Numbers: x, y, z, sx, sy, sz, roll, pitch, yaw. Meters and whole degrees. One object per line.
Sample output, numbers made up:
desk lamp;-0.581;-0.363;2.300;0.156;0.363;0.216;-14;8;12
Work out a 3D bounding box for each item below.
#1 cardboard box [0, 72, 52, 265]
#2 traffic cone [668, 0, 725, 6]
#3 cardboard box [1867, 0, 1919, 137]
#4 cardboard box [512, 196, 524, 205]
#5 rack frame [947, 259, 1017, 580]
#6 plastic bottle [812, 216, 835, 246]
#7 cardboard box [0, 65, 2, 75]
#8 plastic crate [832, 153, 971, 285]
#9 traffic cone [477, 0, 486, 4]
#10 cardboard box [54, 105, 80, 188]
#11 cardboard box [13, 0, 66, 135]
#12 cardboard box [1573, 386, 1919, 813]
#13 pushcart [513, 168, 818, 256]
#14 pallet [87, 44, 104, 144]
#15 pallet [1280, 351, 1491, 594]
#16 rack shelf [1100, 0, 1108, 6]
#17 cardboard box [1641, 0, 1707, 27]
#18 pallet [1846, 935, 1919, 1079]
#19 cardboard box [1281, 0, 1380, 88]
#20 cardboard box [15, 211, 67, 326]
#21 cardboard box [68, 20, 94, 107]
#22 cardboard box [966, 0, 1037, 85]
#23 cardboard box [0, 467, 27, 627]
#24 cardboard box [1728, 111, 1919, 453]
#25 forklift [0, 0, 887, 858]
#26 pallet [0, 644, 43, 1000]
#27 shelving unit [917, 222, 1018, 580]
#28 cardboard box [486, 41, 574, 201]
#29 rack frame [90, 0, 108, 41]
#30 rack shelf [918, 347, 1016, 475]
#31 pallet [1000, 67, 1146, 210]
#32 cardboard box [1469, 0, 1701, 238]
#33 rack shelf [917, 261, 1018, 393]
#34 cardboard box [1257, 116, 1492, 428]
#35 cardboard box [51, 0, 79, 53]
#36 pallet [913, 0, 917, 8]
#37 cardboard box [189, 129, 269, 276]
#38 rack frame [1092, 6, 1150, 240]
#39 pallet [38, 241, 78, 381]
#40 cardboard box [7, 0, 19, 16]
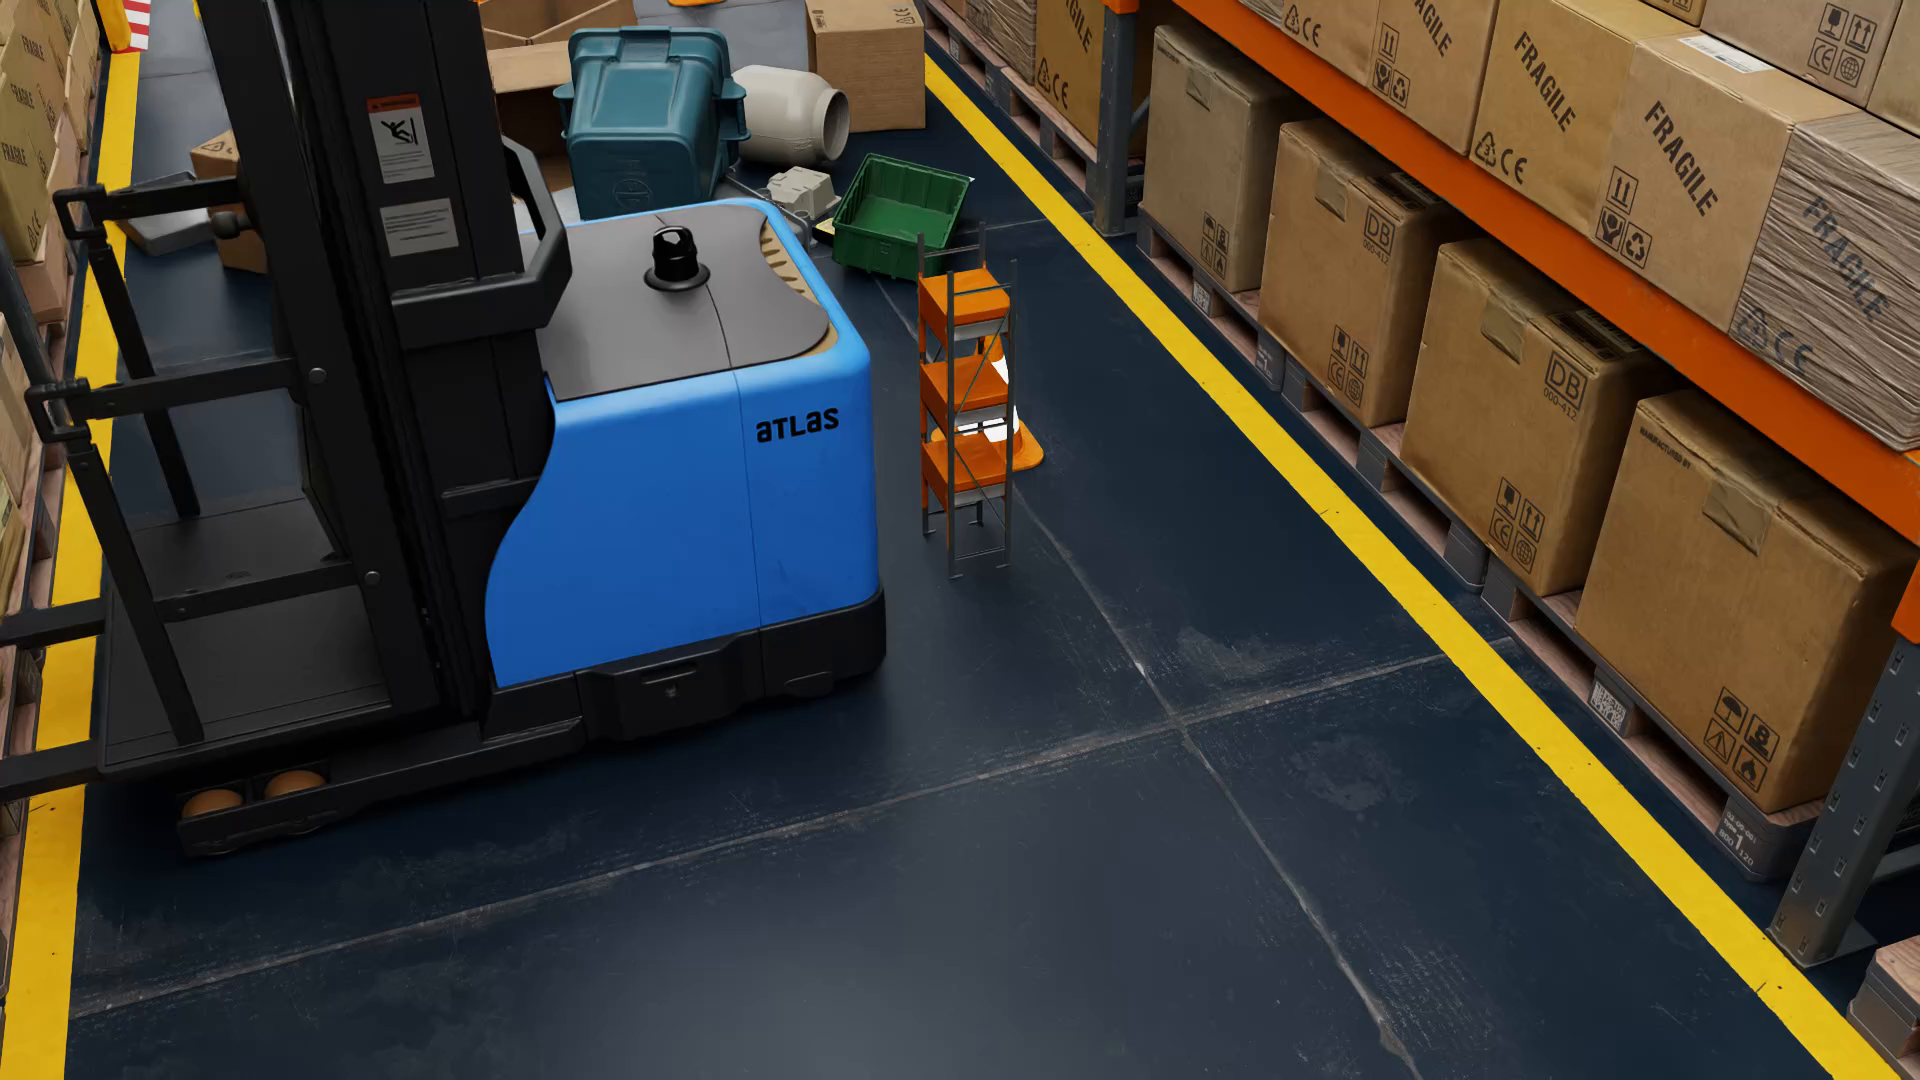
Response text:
cardboard box;-3.515;-1.258;5.740;0.500;0.500;0.500;-11;38;-14
traffic cone;-1.479;-3.234;9.159;0.336;0.463;0.334;-12;39;-16
cardboard box;2.279;-1.017;3.193;0.700;0.500;0.500;-13;39;-16
cardboard box;-1.830;-1.312;6.772;0.396;0.266;0.258;19;41;23
rack frame;0.060;-0.320;4.803;0.200;1.050;0.008;-12;39;-16
plastic bottle;-0.464;-1.252;6.861;0.283;0.061;0.133;27;44;31
cardboard box;-3.501;-1.600;5.655;0.380;0.149;0.250;-12;39;-15
plastic crate;-0.242;-1.309;6.783;0.450;0.188;0.662;14;38;2
traffic cone;-2.657;-3.192;9.103;0.336;0.463;0.334;-12;39;-16
cardboard box;-3.894;-1.557;6.760;0.500;0.250;0.500;-13;39;-17
cardboard box;-3.887;-1.851;6.528;0.500;0.500;0.500;-10;38;-14
cardboard box;2.299;0.046;4.217;1.050;0.750;0.750;-13;39;-17
pushcart;-1.441;-0.953;6.201;1.648;0.377;0.936;-27;45;-31
pallet;-4.669;-2.137;7.911;1.003;0.211;1.213;-12;39;-16
pallet;1.808;-0.357;5.549;1.003;0.211;1.213;-12;39;-16
rack shelf;0.360;-3.424;7.901;1.077;0.370;4.000;-12;39;-16
cardboard box;1.925;-1.592;3.956;0.700;0.500;0.500;-13;39;-17
pallet;2.692;1.233;3.437;1.003;0.211;1.213;-12;39;-16
cardboard box;1.320;-1.701;4.932;0.500;0.500;0.500;-13;39;-16
cardboard box;-3.515;-0.959;5.966;0.500;0.250;0.500;-14;39;-18
cardboard box;-4.240;-2.134;7.526;0.500;0.250;0.500;-12;39;-16
cardboard box;0.583;-2.779;7.863;0.875;0.875;0.875;-12;39;-16
cardboard box;-3.132;0.083;4.481;0.950;0.372;0.625;-10;38;-13
cardboard box;2.017;-0.561;3.419;0.500;0.500;0.500;-12;39;-16
forklift;-1.780;-0.737;3.793;3.031;2.935;1.130;-13;39;-16
pallet;-2.872;0.744;4.087;1.003;0.211;1.213;-12;39;-16
shelving unit;0.018;-0.389;4.894;0.215;1.050;0.252;-12;39;-16
cardboard box;-1.630;-1.822;7.138;0.797;0.637;0.503;-12;39;-16
rack frame;-4.941;-3.759;7.748;1.000;3.000;0.127;-12;39;-16
rack shelf;0.018;-0.381;4.900;0.215;0.259;0.240;-12;39;-16
pallet;0.860;-1.914;7.615;1.003;0.211;1.213;-12;39;-16
cardboard box;1.675;-1.125;4.168;0.500;0.500;0.500;-13;39;-17
rack shelf;0.018;-0.607;4.730;0.215;0.259;0.240;-12;39;-16
cardboard box;1.674;-0.973;5.570;1.050;0.750;0.750;-12;39;-16
cardboard box;-4.238;-2.436;7.304;0.500;0.500;0.500;-11;38;-14
pallet;0.020;-3.292;9.445;1.003;0.211;1.213;-12;39;-16
cardboard box;-2.656;-1.389;6.677;0.500;0.500;0.500;12;39;16
rack frame;1.048;-2.582;6.184;1.000;3.000;0.127;-12;39;-16
pallet;-3.829;-0.758;6.081;1.003;0.211;1.213;-12;39;-16
cardboard box;-3.775;-2.042;6.241;0.380;0.149;0.250;-10;38;-13
